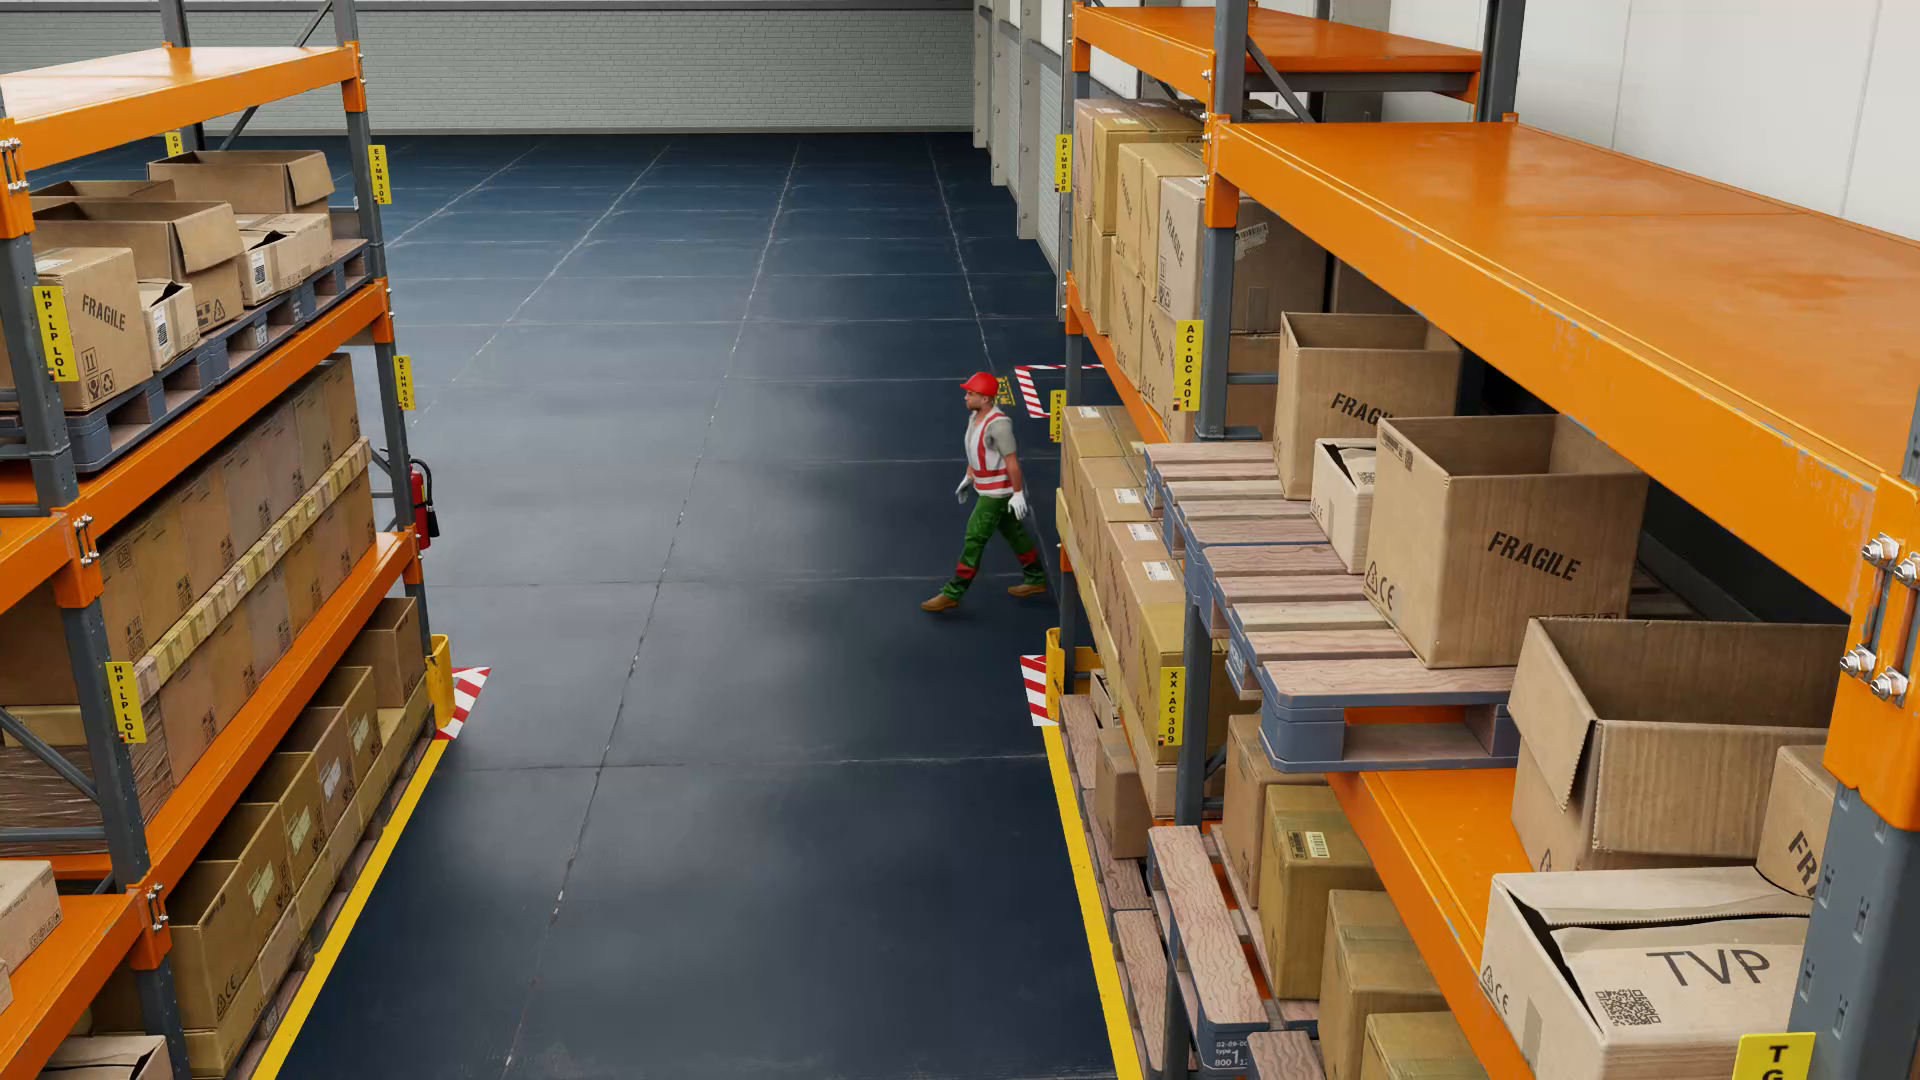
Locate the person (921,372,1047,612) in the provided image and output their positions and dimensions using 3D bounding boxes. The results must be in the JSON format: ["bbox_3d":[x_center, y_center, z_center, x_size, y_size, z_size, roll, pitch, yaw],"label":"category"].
[{"bbox_3d":[0.168,-0.375,12.031,0.989,1.723,0.579,-4,21,-11],"label":"person"}]
